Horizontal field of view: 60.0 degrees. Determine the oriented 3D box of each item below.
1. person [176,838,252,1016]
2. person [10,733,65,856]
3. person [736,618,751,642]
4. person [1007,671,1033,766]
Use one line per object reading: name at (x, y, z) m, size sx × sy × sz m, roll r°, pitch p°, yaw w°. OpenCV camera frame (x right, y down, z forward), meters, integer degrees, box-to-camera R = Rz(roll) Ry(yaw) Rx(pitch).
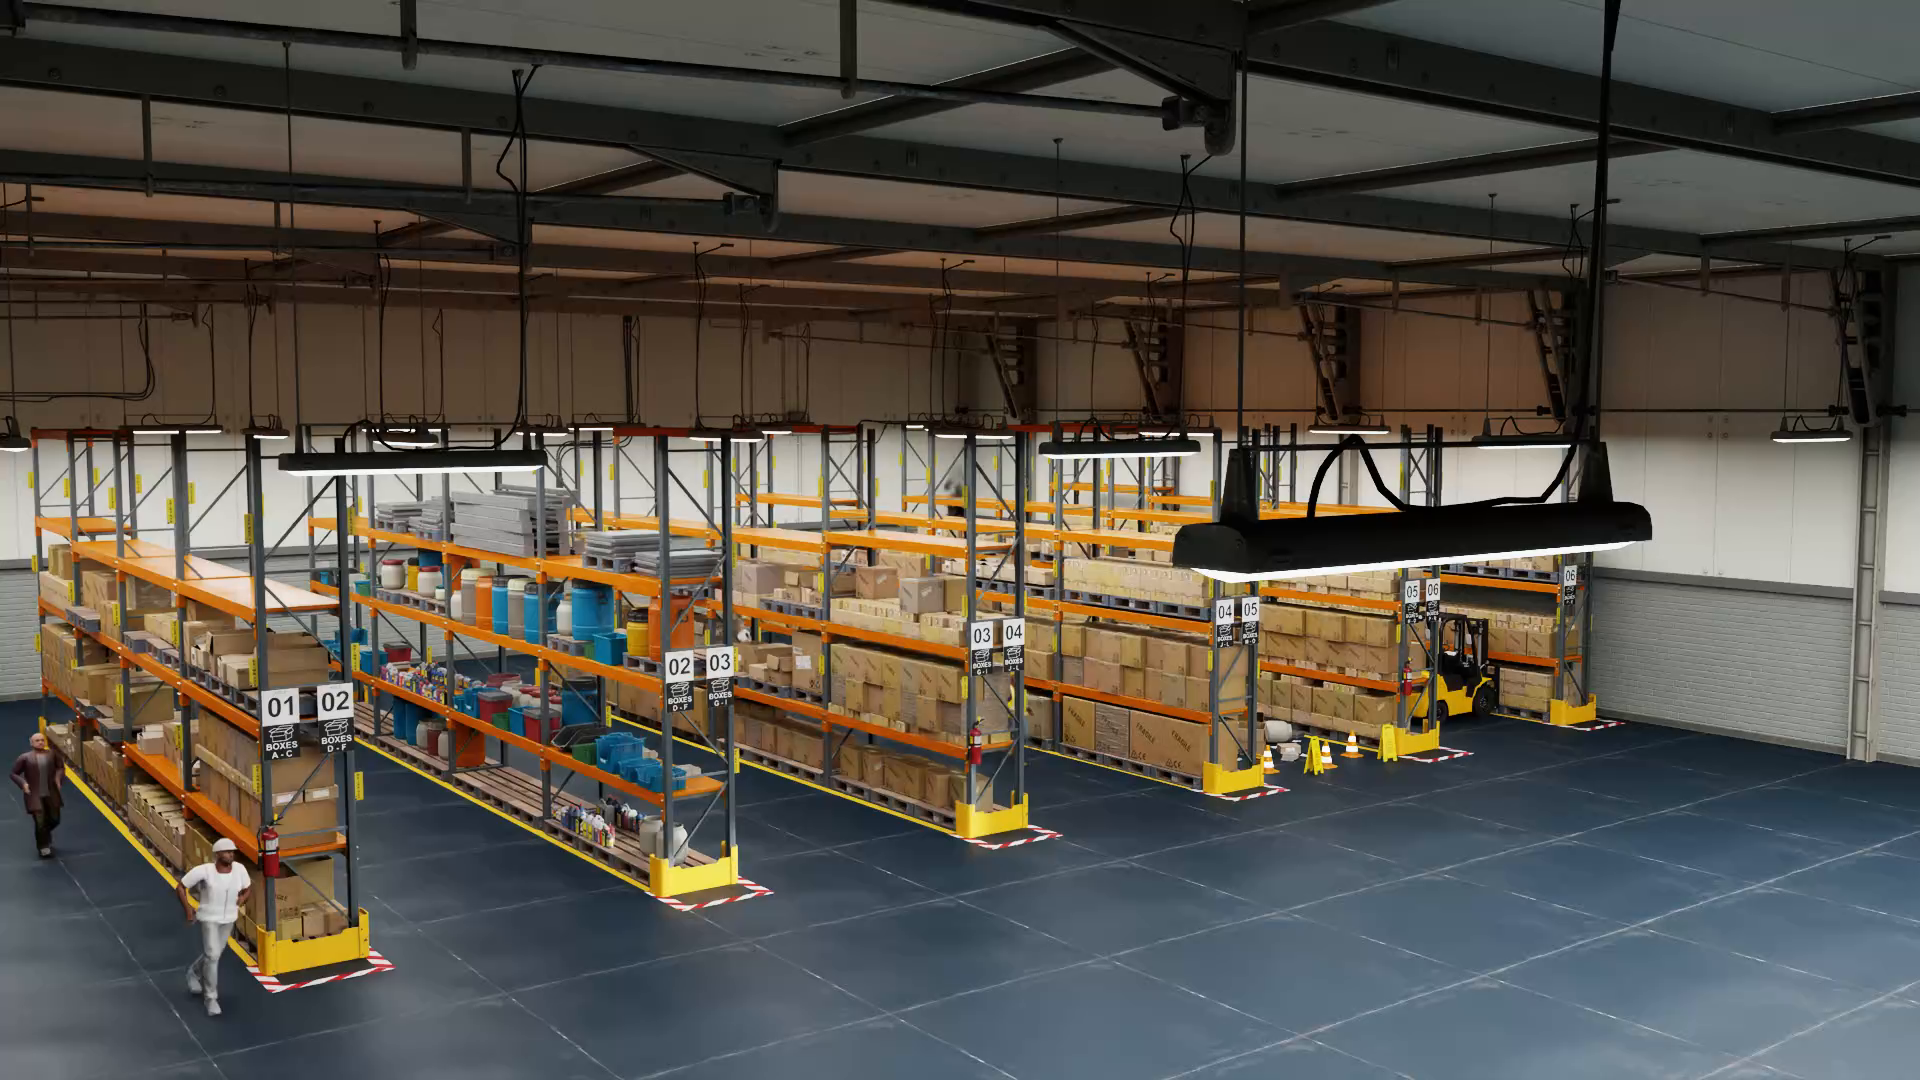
person at (-7.938, 4.067, 17.817) m, size 0.912 × 1.759 × 0.730 m, roll 3°, pitch 6°, yaw 37°
person at (-13.102, 3.605, 23.682) m, size 0.708 × 1.725 × 0.670 m, roll -4°, pitch 6°, yaw -42°
person at (-4.902, 2.571, 37.434) m, size 0.645 × 1.656 × 0.653 m, roll -2°, pitch 5°, yaw -27°
person at (0.960, 3.139, 29.647) m, size 0.722 × 1.726 × 0.653 m, roll -4°, pitch 6°, yaw -44°
